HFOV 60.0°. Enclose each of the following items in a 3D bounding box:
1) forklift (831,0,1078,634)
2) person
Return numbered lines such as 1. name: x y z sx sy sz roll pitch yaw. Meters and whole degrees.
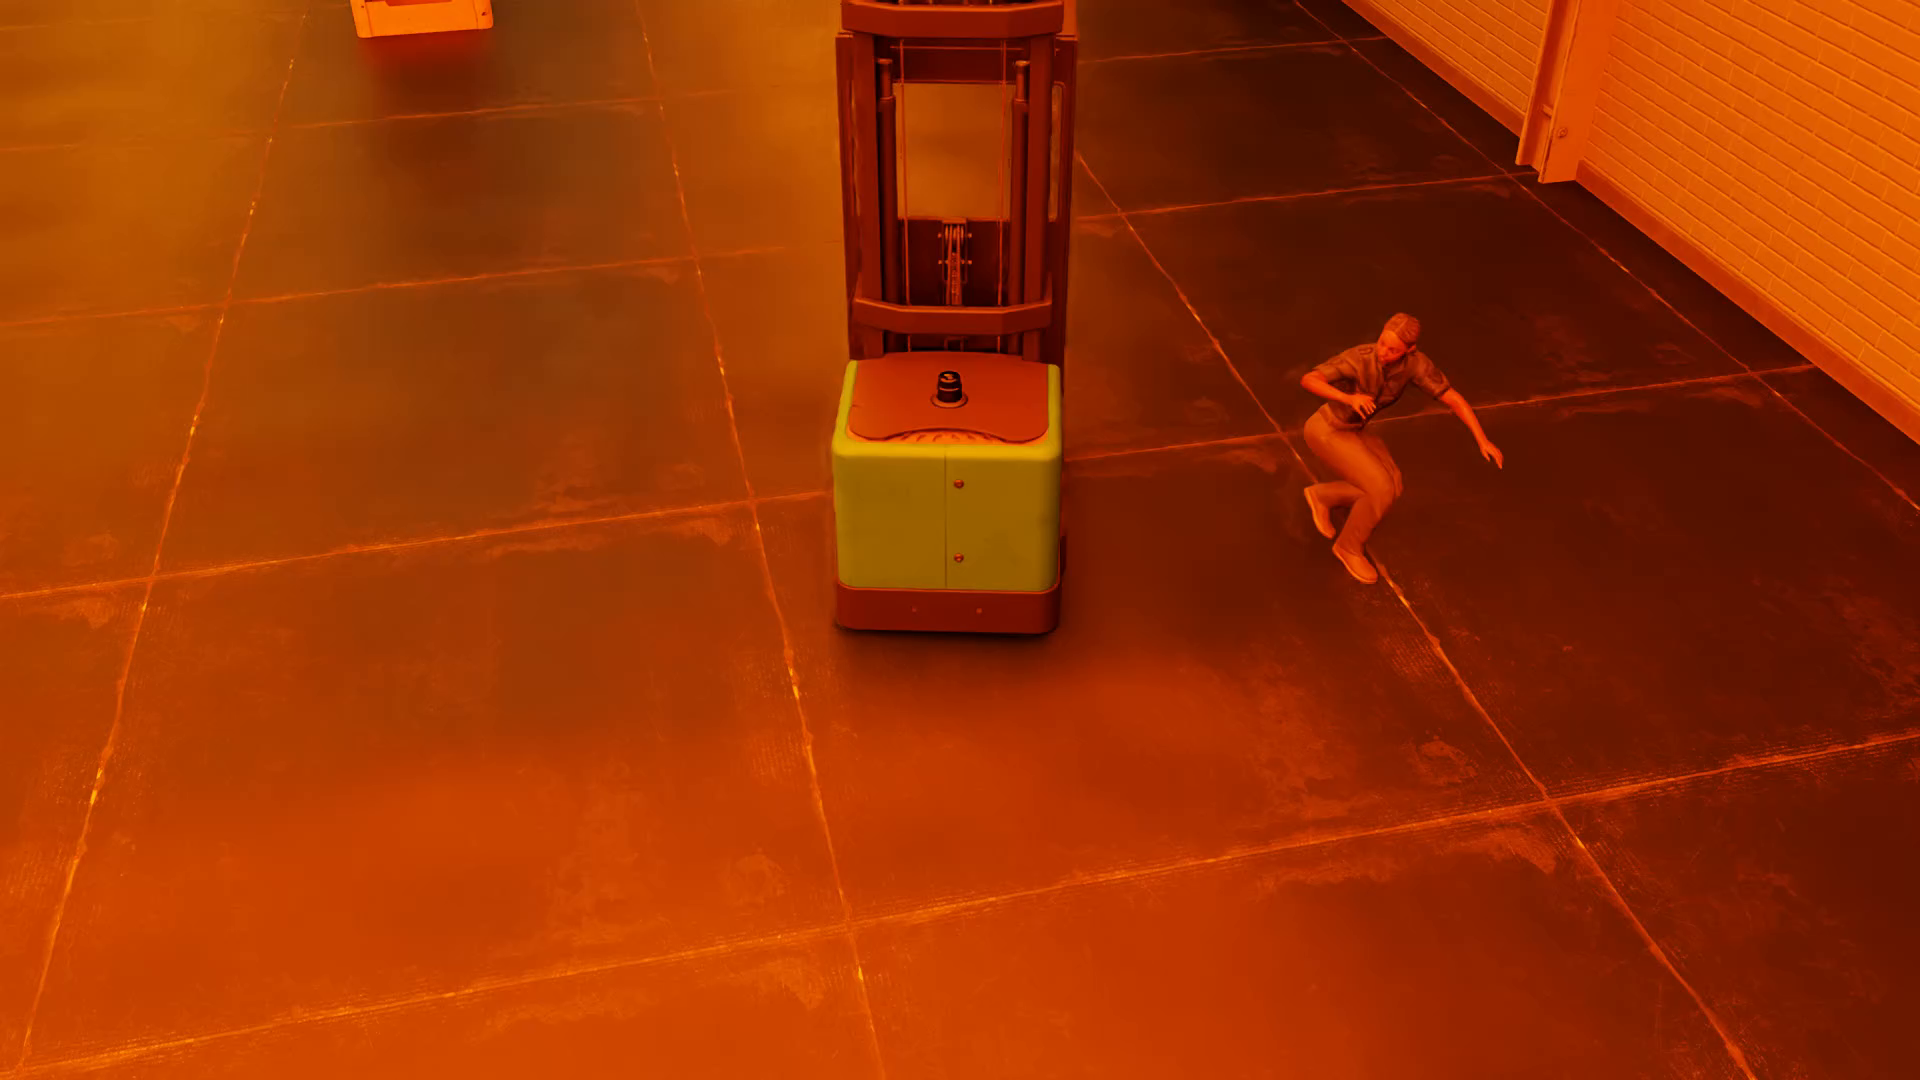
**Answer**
1. forklift: -0.006 -1.583 8.250 1.130 2.935 3.031 1 36 2
2. person: 2.046 -0.419 7.973 0.690 1.385 0.966 -28 44 -33
